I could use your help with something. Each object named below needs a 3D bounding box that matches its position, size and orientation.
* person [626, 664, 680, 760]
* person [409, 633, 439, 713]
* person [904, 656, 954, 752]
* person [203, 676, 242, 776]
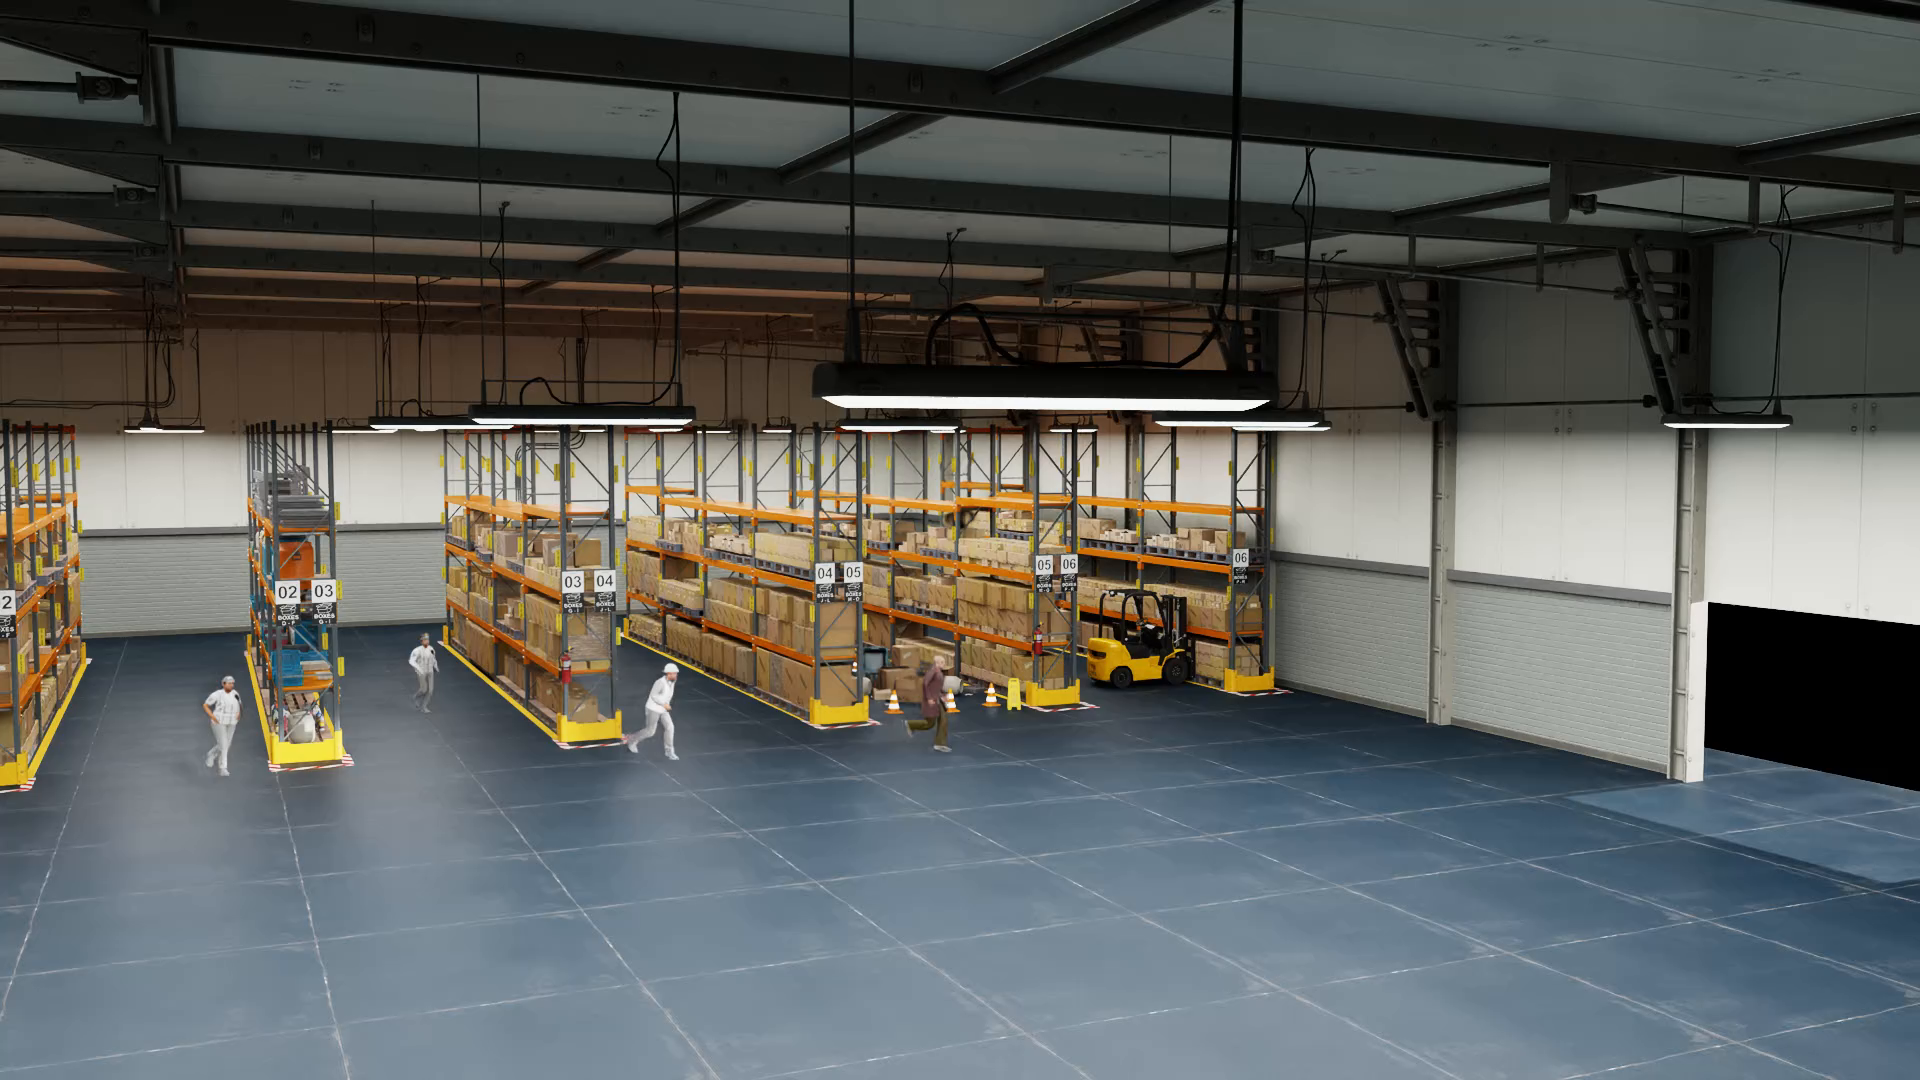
[{"bbox_3d":[-5.440,3.043,29.536,1.036,1.731,0.691,1,4,12],"label":"person"},{"bbox_3d":[-11.084,2.743,34.429,0.543,1.652,0.601,3,5,44],"label":"person"},{"bbox_3d":[-0.554,2.980,30.326,0.938,1.755,0.713,1,4,22],"label":"person"},{"bbox_3d":[-12.573,3.143,28.437,0.820,1.645,0.650,2,4,34],"label":"person"}]
